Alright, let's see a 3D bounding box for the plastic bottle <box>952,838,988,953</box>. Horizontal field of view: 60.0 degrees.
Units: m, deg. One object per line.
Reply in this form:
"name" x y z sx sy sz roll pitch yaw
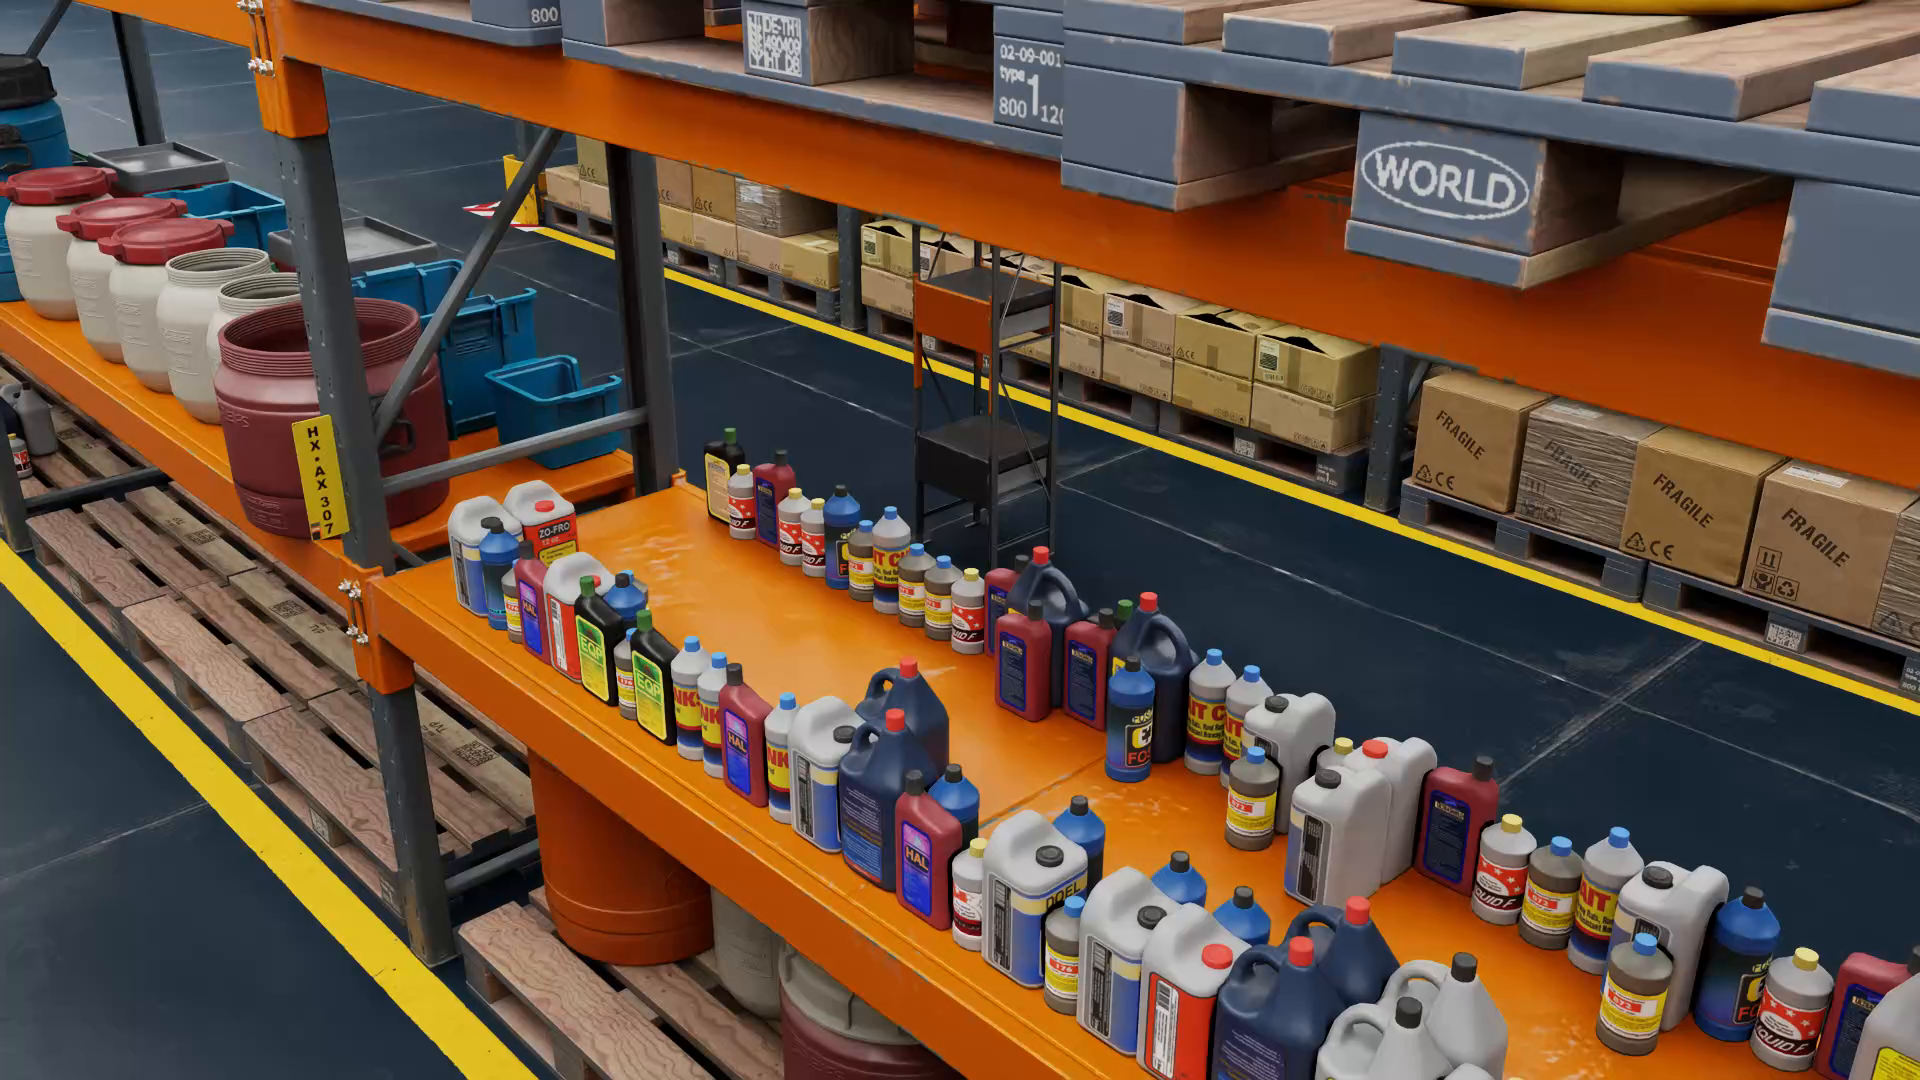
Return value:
"plastic bottle" 0.035 0.630 2.994 0.097 0.201 0.097 0 25 0

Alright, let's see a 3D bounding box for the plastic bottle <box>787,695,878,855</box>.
"plastic bottle" -0.242 0.457 3.284 0.152 0.276 0.135 -21 32 -38

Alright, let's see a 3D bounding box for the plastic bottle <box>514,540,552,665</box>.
"plastic bottle" -0.999 0.146 3.956 0.061 0.283 0.133 -21 32 -38

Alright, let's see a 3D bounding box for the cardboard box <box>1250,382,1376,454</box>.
"cardboard box" 1.831 -0.677 8.426 0.500 0.250 0.500 -20 31 -37

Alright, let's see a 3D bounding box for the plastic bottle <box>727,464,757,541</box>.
"plastic bottle" -0.596 -0.110 4.617 0.097 0.201 0.097 0 25 0

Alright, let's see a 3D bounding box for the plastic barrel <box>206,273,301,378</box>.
"plastic barrel" -2.109 -0.544 5.194 0.421 0.512 0.421 0 25 0

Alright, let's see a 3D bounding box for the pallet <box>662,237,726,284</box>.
"pallet" -1.717 -2.212 12.345 1.003 0.211 1.213 -21 32 -38

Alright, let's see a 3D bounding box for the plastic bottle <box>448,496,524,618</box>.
"plastic bottle" -1.190 0.037 4.205 0.152 0.276 0.135 -21 32 -38

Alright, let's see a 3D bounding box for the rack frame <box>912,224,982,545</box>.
"rack frame" -0.054 -0.979 7.366 0.400 2.100 0.015 -21 32 -38

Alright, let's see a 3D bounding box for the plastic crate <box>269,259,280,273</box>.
"plastic crate" -2.587 -0.910 6.387 0.450 0.188 0.662 -21 32 -38

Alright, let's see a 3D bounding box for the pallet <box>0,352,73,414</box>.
"pallet" -5.250 -0.771 9.185 1.003 0.211 1.213 -21 32 -38

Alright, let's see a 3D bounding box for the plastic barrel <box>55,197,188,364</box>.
"plastic barrel" -2.988 -0.942 6.037 0.433 0.535 0.433 0 25 0

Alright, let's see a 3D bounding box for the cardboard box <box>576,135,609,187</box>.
"cardboard box" -2.552 -2.975 12.560 0.500 0.500 0.500 -21 32 -38

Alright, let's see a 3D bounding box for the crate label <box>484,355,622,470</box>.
"crate label" -1.264 -0.400 5.215 0.303 0.233 0.416 -21 32 -38

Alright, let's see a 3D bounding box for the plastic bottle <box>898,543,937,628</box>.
"plastic bottle" -0.106 0.107 4.141 0.097 0.201 0.097 0 25 0

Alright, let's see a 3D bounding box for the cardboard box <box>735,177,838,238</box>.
"cardboard box" -1.175 -2.373 11.241 0.500 0.500 0.500 -21 32 -38

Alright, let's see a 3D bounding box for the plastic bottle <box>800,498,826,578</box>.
"plastic bottle" -0.372 -0.011 4.399 0.097 0.201 0.097 0 25 0

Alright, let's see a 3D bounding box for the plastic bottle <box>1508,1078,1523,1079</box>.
"plastic bottle" 0.807 0.880 2.445 0.097 0.201 0.097 0 25 0

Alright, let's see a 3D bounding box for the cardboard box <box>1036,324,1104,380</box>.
"cardboard box" 0.781 -1.140 9.442 0.500 0.250 0.500 -20 32 -38

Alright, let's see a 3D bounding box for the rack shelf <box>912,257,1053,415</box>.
"rack shelf" 0.113 -0.893 7.210 0.431 0.518 0.480 -21 32 -38

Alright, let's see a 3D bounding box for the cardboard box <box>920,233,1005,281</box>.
"cardboard box" 0.073 -1.704 10.003 0.500 0.311 0.500 -22 32 -39

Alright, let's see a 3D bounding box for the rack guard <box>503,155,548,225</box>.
"rack guard" -3.116 -2.940 13.593 1.175 0.500 0.348 -21 32 -38

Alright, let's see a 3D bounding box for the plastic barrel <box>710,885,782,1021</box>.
"plastic barrel" -0.452 0.988 4.463 0.421 0.512 0.421 0 25 0

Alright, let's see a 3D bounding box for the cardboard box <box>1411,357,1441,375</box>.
"cardboard box" 2.225 -1.084 8.643 0.500 0.311 0.500 -20 31 -37

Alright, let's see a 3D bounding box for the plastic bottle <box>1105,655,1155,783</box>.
"plastic bottle" 0.357 0.368 3.484 0.097 0.271 0.097 0 25 0

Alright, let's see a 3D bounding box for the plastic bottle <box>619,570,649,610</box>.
"plastic bottle" -0.795 0.170 4.003 0.097 0.201 0.097 0 25 0

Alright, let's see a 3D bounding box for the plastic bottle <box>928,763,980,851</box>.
"plastic bottle" -0.012 0.541 3.106 0.097 0.271 0.097 0 25 0

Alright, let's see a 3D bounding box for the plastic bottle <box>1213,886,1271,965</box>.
"plastic bottle" 0.463 0.696 2.766 0.097 0.271 0.097 0 25 0

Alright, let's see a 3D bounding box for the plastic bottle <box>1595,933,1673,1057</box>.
"plastic bottle" 1.118 0.742 2.749 0.097 0.201 0.097 0 25 0

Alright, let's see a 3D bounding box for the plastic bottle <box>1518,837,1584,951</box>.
"plastic bottle" 1.070 0.628 2.998 0.097 0.201 0.097 0 25 0

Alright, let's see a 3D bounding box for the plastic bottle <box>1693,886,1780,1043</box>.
"plastic bottle" 1.295 0.696 2.765 0.097 0.271 0.097 0 25 0

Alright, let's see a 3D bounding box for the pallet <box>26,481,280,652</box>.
"pallet" -3.419 0.041 7.405 1.003 0.211 1.213 -21 32 -38

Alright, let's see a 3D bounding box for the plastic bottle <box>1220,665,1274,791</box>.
"plastic bottle" 0.595 0.386 3.445 0.097 0.271 0.097 0 25 0

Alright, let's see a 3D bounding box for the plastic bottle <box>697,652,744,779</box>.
"plastic bottle" -0.499 0.362 3.498 0.097 0.271 0.097 0 25 0

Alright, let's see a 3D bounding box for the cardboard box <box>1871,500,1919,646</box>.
"cardboard box" 3.882 0.130 6.332 0.500 0.500 0.500 -21 32 -38

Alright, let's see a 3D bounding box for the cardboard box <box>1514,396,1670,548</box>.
"cardboard box" 2.833 -0.333 7.348 0.500 0.500 0.500 22 33 40

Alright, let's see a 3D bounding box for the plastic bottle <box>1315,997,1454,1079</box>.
"plastic bottle" 0.617 0.806 2.428 0.144 0.351 0.185 -21 32 -38

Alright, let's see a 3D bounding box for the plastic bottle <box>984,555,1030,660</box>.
"plastic bottle" 0.119 0.159 3.929 0.061 0.283 0.133 -21 32 -38

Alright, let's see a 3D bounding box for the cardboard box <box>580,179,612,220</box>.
"cardboard box" -2.551 -2.634 12.717 0.500 0.250 0.500 -21 32 -38

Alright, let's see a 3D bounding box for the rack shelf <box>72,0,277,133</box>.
"rack shelf" -2.617 -1.886 5.522 1.077 0.370 4.000 -21 32 -38

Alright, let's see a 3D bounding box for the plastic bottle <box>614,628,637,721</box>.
"plastic bottle" -0.723 0.294 3.730 0.097 0.201 0.097 0 25 0

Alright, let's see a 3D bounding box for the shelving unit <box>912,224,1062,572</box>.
"shelving unit" 0.113 -0.905 7.204 0.431 2.100 0.503 -21 32 -38

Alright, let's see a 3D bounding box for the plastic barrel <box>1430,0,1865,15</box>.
"plastic barrel" 0.712 -0.891 1.742 0.600 0.588 0.600 0 25 0

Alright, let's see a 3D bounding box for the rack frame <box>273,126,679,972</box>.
"rack frame" -1.250 -0.242 4.667 1.000 3.000 0.127 -21 32 -38

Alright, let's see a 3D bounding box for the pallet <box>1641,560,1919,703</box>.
"pallet" 3.681 0.229 6.994 1.003 0.211 1.213 -21 32 -38

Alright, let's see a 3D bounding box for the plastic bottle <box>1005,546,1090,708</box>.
"plastic bottle" 0.198 0.188 3.783 0.144 0.351 0.185 -21 32 -38

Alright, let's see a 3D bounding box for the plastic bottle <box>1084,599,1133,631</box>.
"plastic bottle" 0.337 0.255 3.718 0.061 0.283 0.133 -21 32 -38

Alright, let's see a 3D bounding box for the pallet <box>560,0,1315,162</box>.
"pallet" 0.100 -0.862 2.639 1.003 0.211 1.213 -21 32 -38

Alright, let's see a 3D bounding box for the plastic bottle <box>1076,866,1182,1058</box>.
"plastic bottle" 0.293 0.694 2.764 0.152 0.276 0.135 -21 32 -38

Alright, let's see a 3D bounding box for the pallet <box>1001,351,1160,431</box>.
"pallet" 1.005 -1.008 9.705 1.003 0.211 1.213 -21 32 -38

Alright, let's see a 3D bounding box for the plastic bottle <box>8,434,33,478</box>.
"plastic bottle" -4.459 -0.403 7.860 0.097 0.201 0.097 0 25 0

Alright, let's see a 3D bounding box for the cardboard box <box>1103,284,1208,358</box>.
"cardboard box" 1.128 -1.240 8.985 0.500 0.311 0.500 -21 32 -39

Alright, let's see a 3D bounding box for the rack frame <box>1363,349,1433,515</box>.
"rack frame" 2.369 -1.646 7.745 1.000 3.000 0.127 -21 32 -38

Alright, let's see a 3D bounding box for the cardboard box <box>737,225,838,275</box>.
"cardboard box" -1.177 -2.031 11.395 0.500 0.250 0.500 -21 32 -38
